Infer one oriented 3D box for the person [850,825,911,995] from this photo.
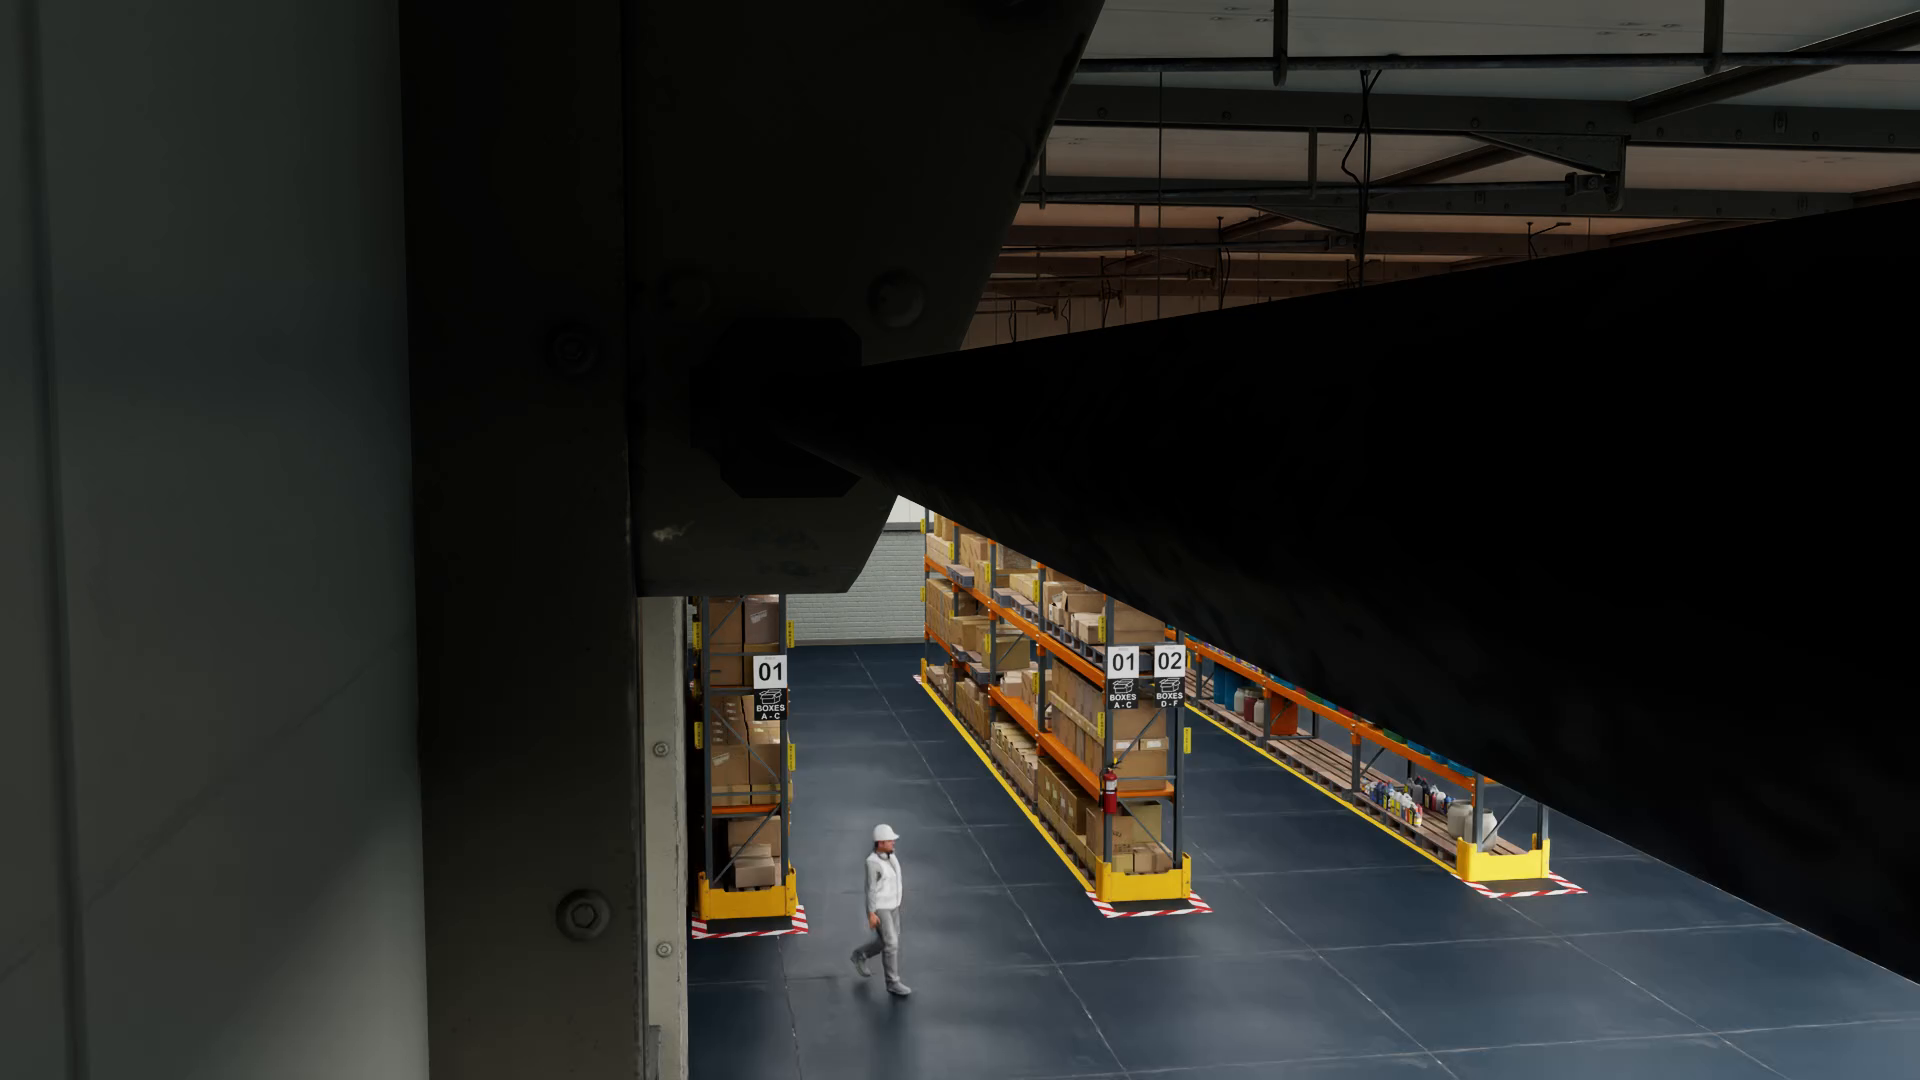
[{"bbox_3d":[-0.828,3.887,17.702,0.800,1.752,0.585,2,5,24],"label":"person"}]
